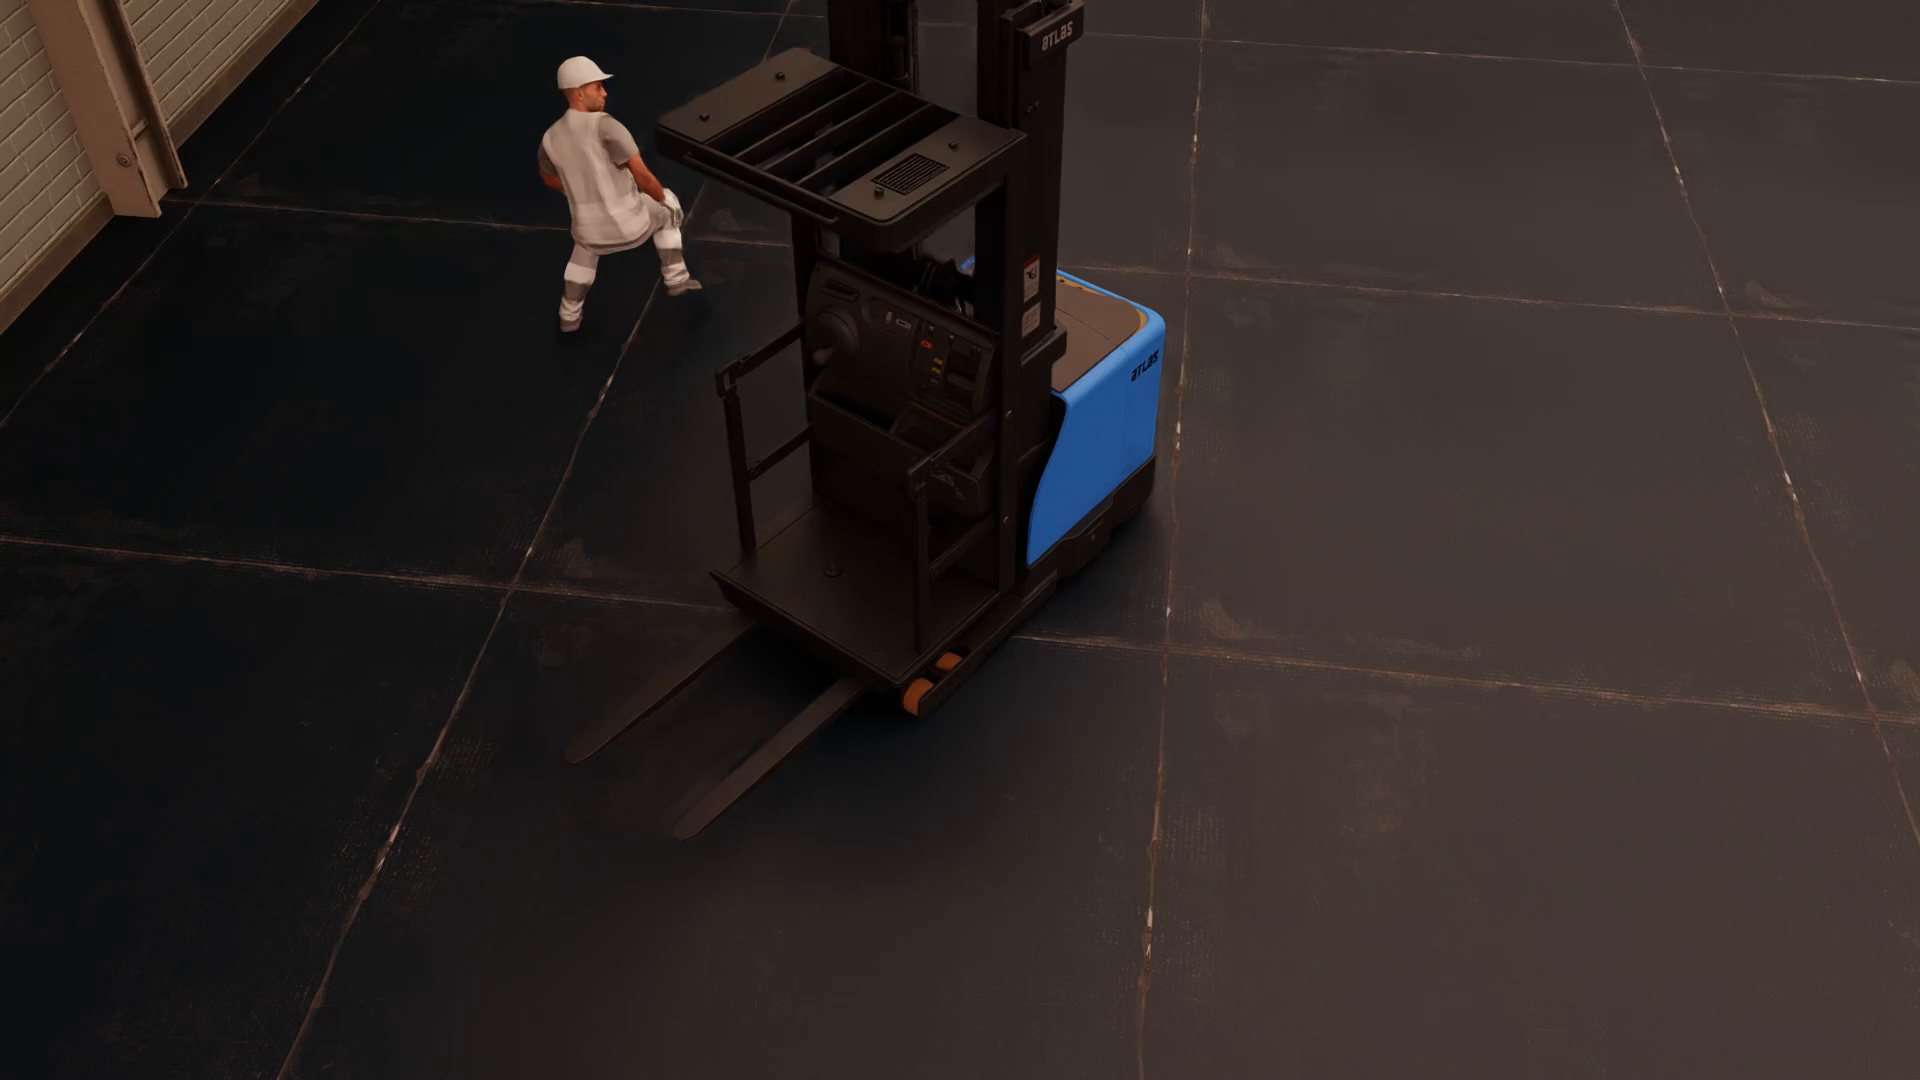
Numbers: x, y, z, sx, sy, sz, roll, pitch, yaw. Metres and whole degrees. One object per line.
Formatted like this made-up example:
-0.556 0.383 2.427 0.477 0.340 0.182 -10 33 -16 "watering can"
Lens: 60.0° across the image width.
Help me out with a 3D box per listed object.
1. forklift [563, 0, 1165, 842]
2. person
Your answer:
-0.379 -0.711 6.498 1.130 2.935 3.031 28 50 27 "forklift"
-1.815 -1.784 8.747 0.811 1.537 0.680 6 43 7 "person"
